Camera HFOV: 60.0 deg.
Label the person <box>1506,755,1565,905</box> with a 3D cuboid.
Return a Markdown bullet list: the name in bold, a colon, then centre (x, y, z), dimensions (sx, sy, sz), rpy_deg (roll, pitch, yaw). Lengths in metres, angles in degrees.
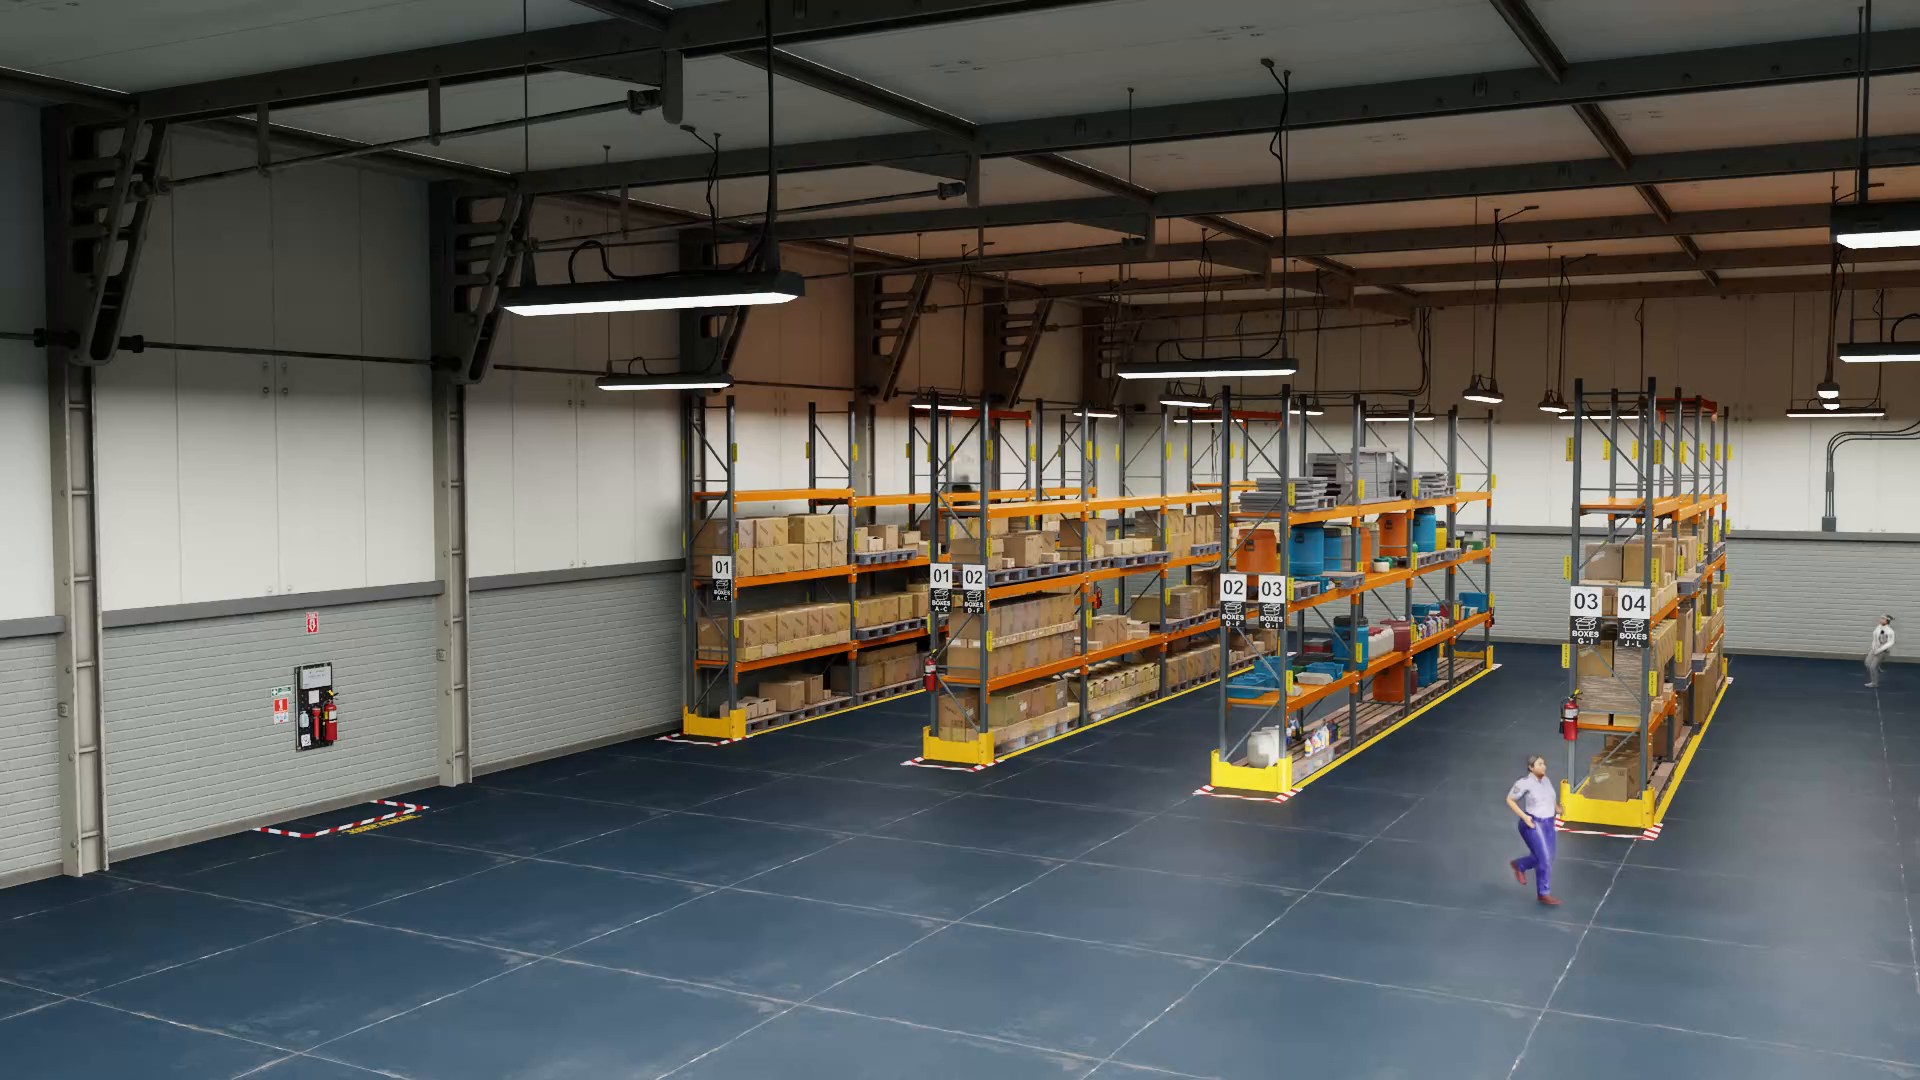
- **person**: centre (6.448, 3.218, 18.636), dimensions (0.620, 1.601, 0.784), rpy_deg (-2, 3, -30)

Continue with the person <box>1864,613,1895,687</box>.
- **person**: centre (19.484, 2.337, 35.220), dimensions (0.499, 1.619, 0.640), rpy_deg (-1, 3, -10)
